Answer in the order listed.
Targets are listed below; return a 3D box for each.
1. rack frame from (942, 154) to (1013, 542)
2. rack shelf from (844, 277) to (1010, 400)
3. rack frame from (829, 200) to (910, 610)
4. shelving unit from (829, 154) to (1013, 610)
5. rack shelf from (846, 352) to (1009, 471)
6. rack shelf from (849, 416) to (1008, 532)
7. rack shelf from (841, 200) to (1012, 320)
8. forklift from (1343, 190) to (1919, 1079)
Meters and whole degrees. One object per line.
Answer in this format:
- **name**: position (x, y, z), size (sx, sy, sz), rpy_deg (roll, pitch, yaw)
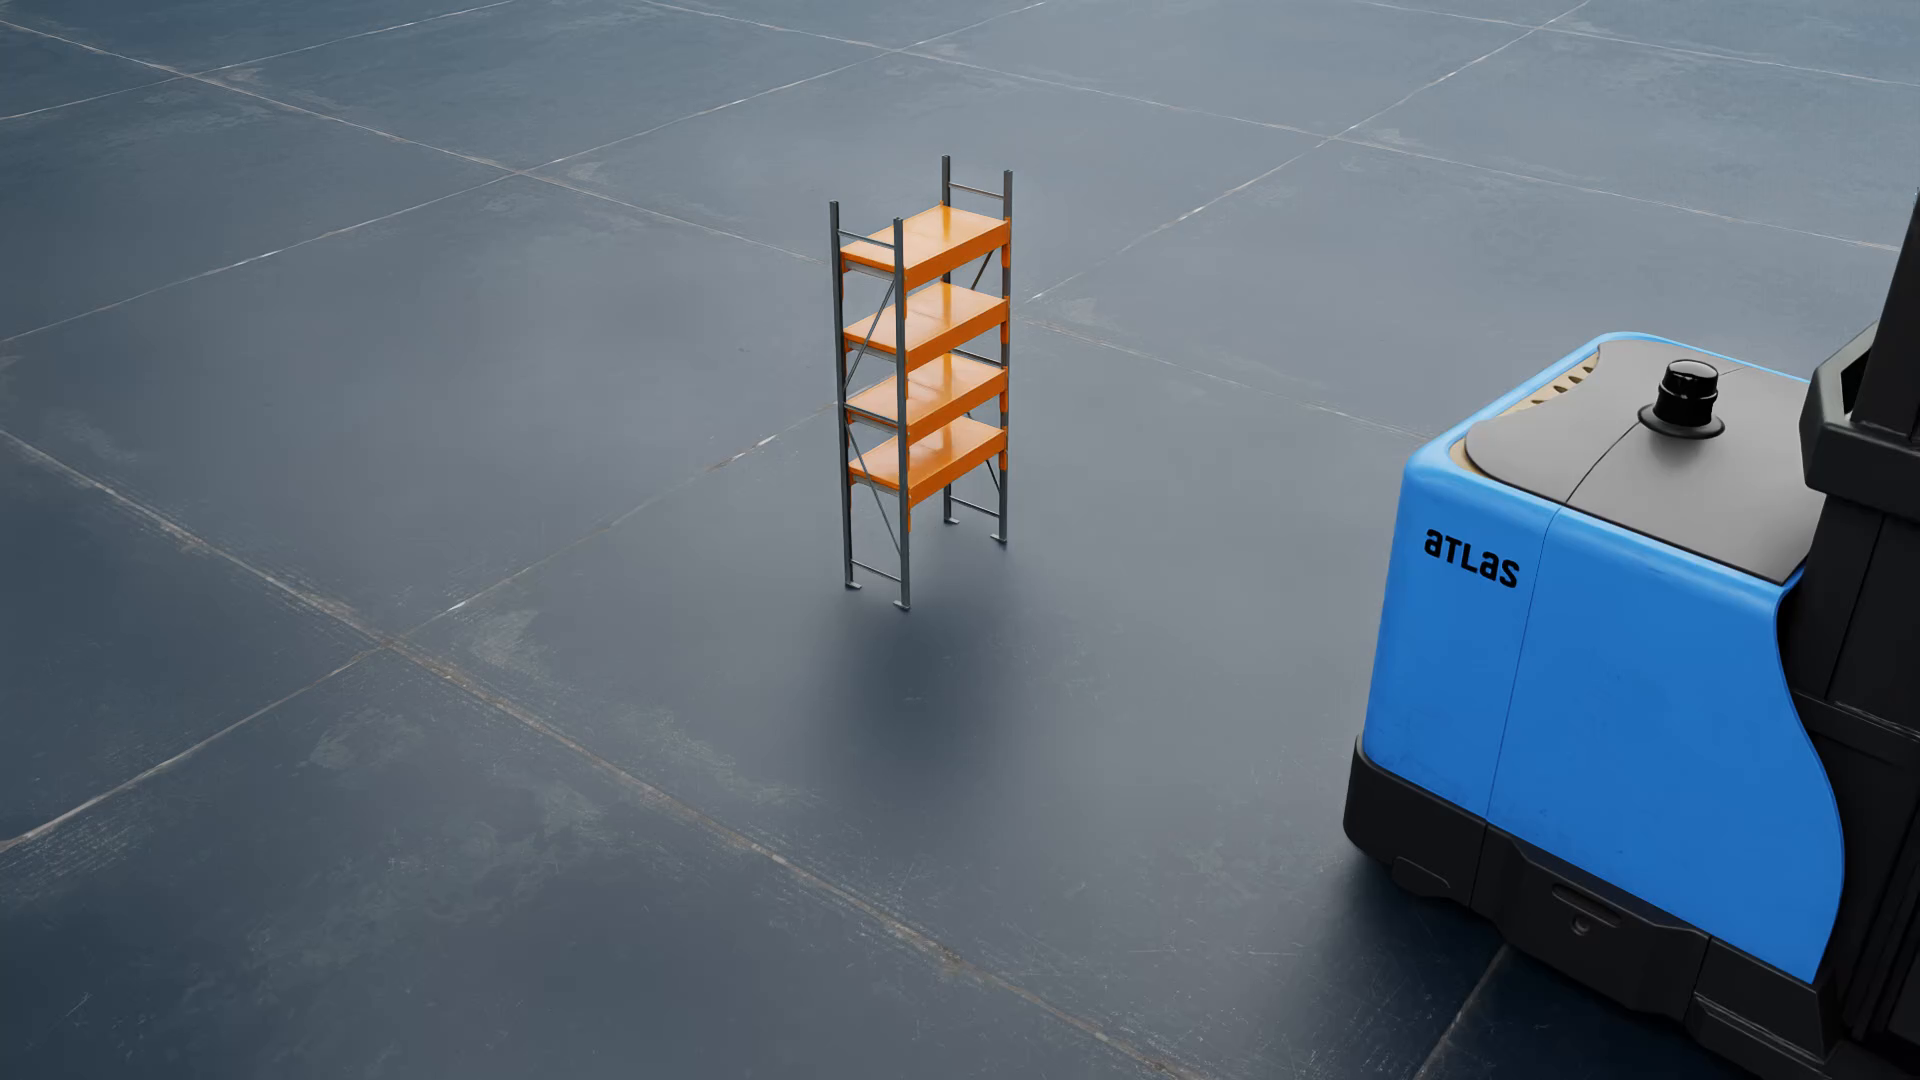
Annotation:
- **rack frame**: position (0.047, -0.548, 4.998), size (0.240, 1.200, 0.015), rpy_deg (21, 37, 31)
- **rack shelf**: position (-0.100, -0.583, 4.751), size (0.258, 0.148, 0.480), rpy_deg (21, 37, 31)
- **rack frame**: position (-0.247, -0.350, 4.663), size (0.240, 1.200, 0.015), rpy_deg (21, 37, 31)
- **shelving unit**: position (-0.100, -0.449, 4.831), size (0.258, 1.200, 0.503), rpy_deg (21, 37, 31)
- **rack shelf**: position (-0.100, -0.391, 4.865), size (0.258, 0.148, 0.480), rpy_deg (21, 37, 31)
- **rack shelf**: position (-0.100, -0.220, 4.966), size (0.258, 0.148, 0.480), rpy_deg (21, 37, 31)
- **rack shelf**: position (-0.100, -0.787, 4.630), size (0.258, 0.148, 0.480), rpy_deg (21, 37, 31)
- **forklift**: position (2.318, -0.163, 2.650), size (3.031, 2.935, 1.130), rpy_deg (26, 40, 37)
